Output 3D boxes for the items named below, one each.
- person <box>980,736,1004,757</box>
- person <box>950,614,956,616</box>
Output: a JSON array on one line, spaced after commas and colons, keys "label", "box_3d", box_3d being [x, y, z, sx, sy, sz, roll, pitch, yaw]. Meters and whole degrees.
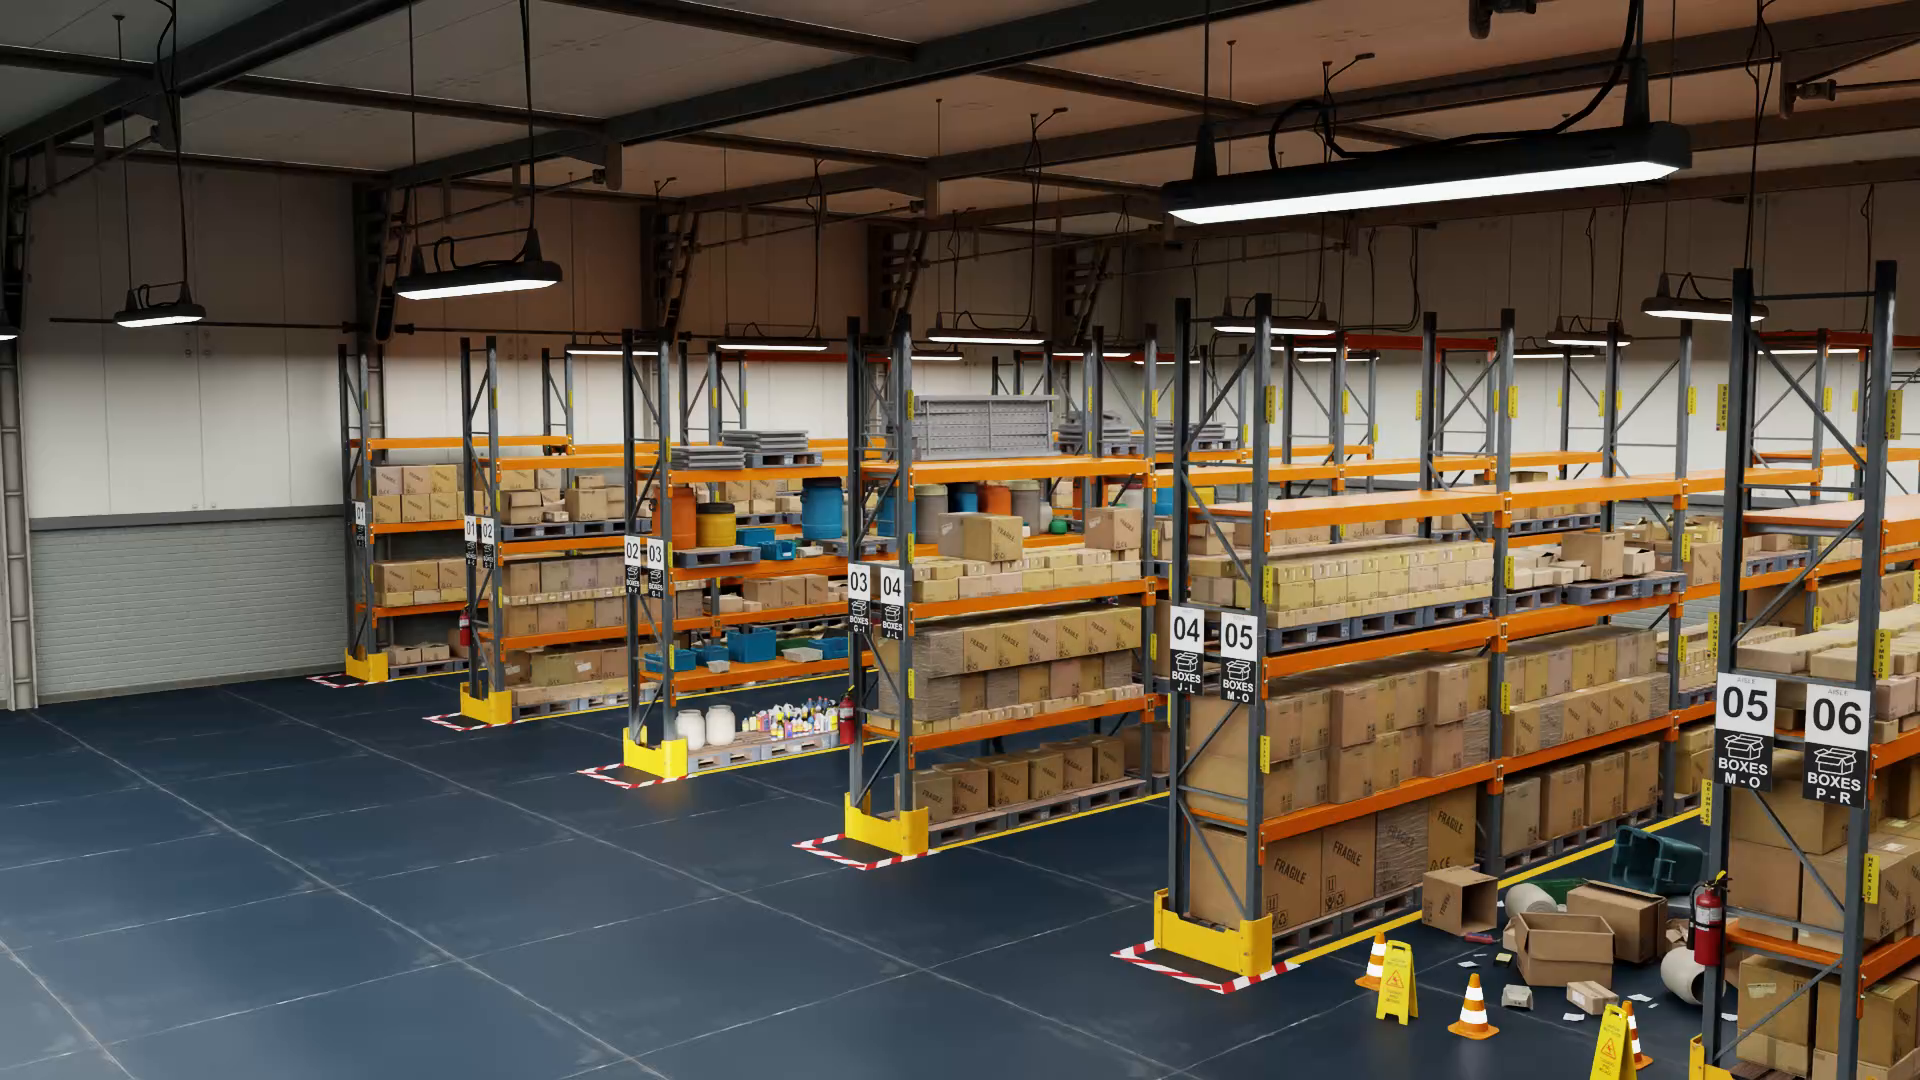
[{"label": "person", "box_3d": [0.390, 2.387, 22.181, 0.377, 1.608, 0.506, 5, 7, 42]}, {"label": "person", "box_3d": [-0.285, 1.391, 30.828, 0.952, 1.544, 0.625, -5, 7, -41]}]
